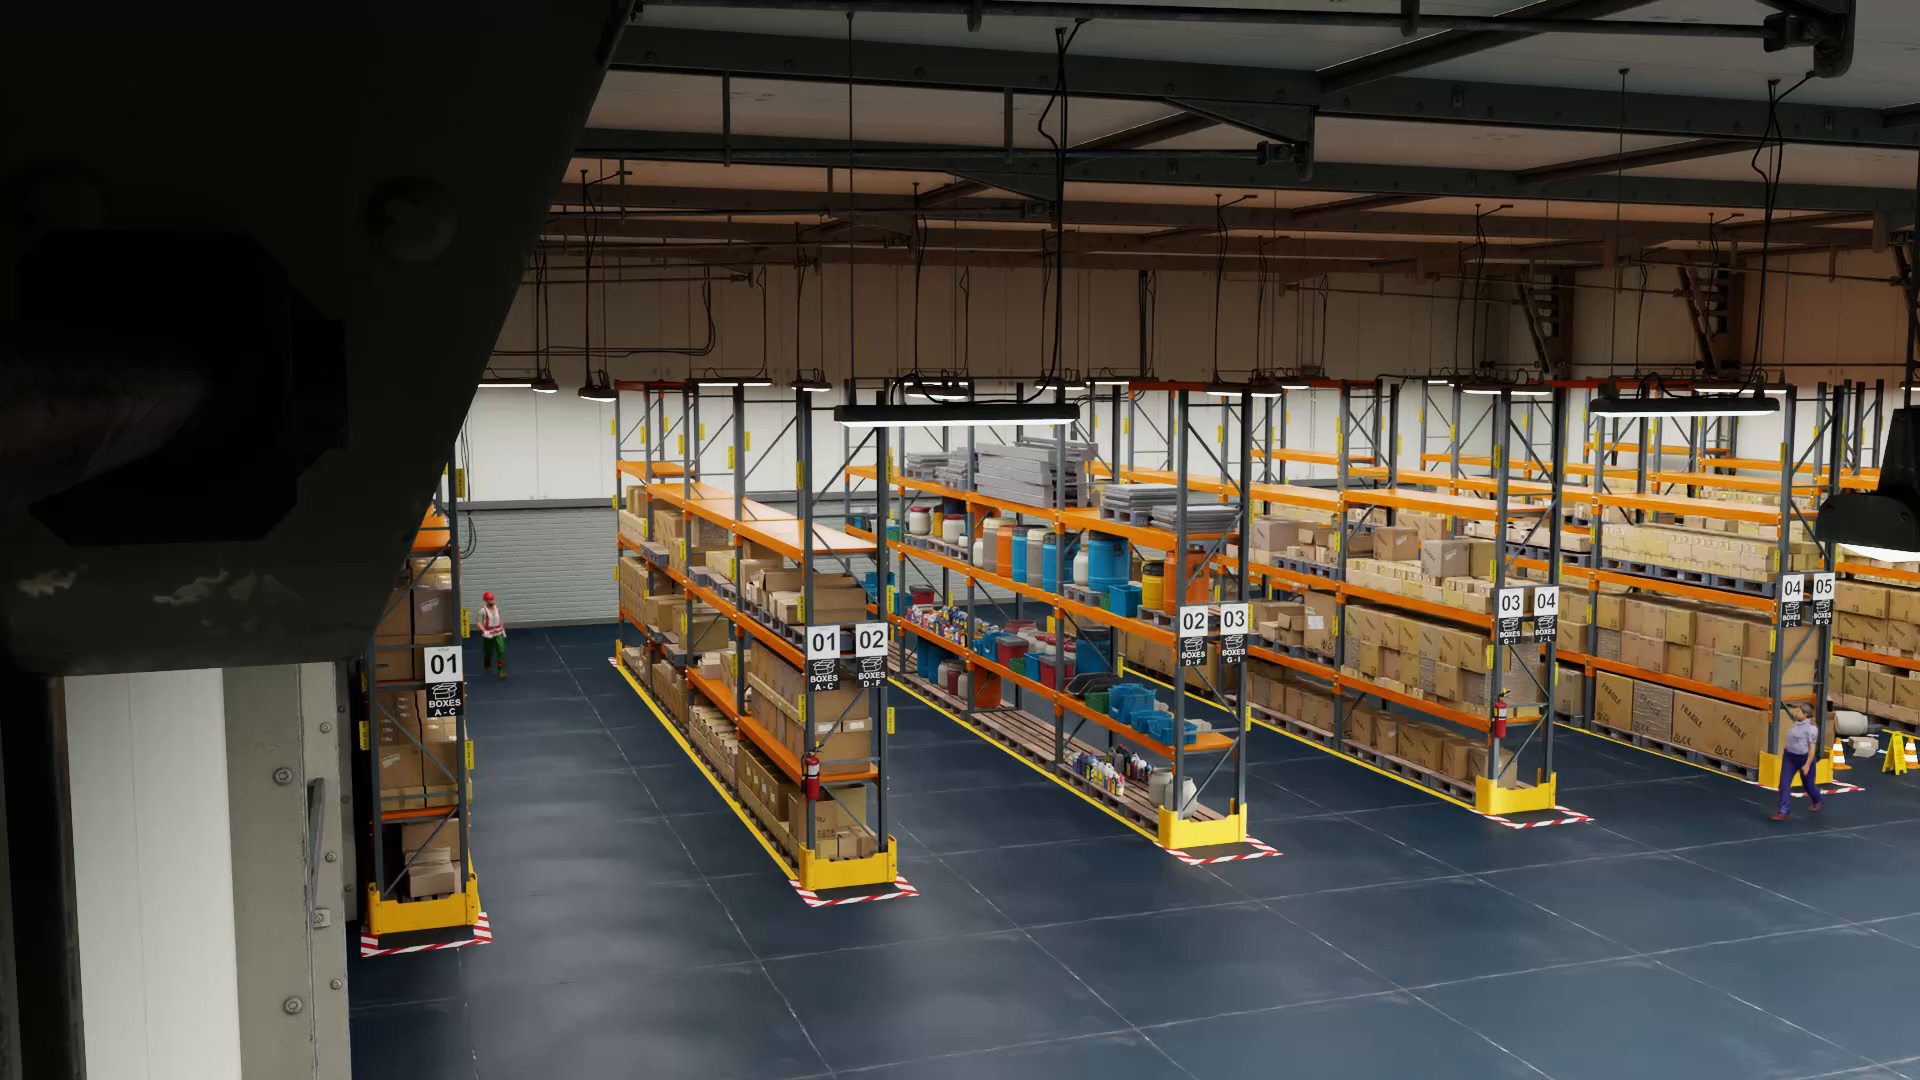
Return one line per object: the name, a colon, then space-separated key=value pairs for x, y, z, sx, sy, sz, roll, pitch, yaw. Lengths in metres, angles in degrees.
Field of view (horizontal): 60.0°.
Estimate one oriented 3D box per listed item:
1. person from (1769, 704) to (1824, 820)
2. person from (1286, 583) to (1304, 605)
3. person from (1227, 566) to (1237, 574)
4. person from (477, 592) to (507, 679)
person: x=11.718 y=3.086 z=23.172 sx=0.926 sy=1.601 sz=0.462 roll=-5 pitch=8 yaw=-42
person: x=7.039 y=1.783 z=35.139 sx=0.508 sy=1.777 sz=0.574 roll=3 pitch=7 yaw=23
person: x=6.905 y=0.954 z=43.047 sx=0.464 sy=1.689 sz=0.720 roll=3 pitch=7 yaw=24
person: x=-9.461 y=1.919 z=33.610 sx=0.603 sy=1.755 sz=0.972 roll=-3 pitch=7 yaw=-26
